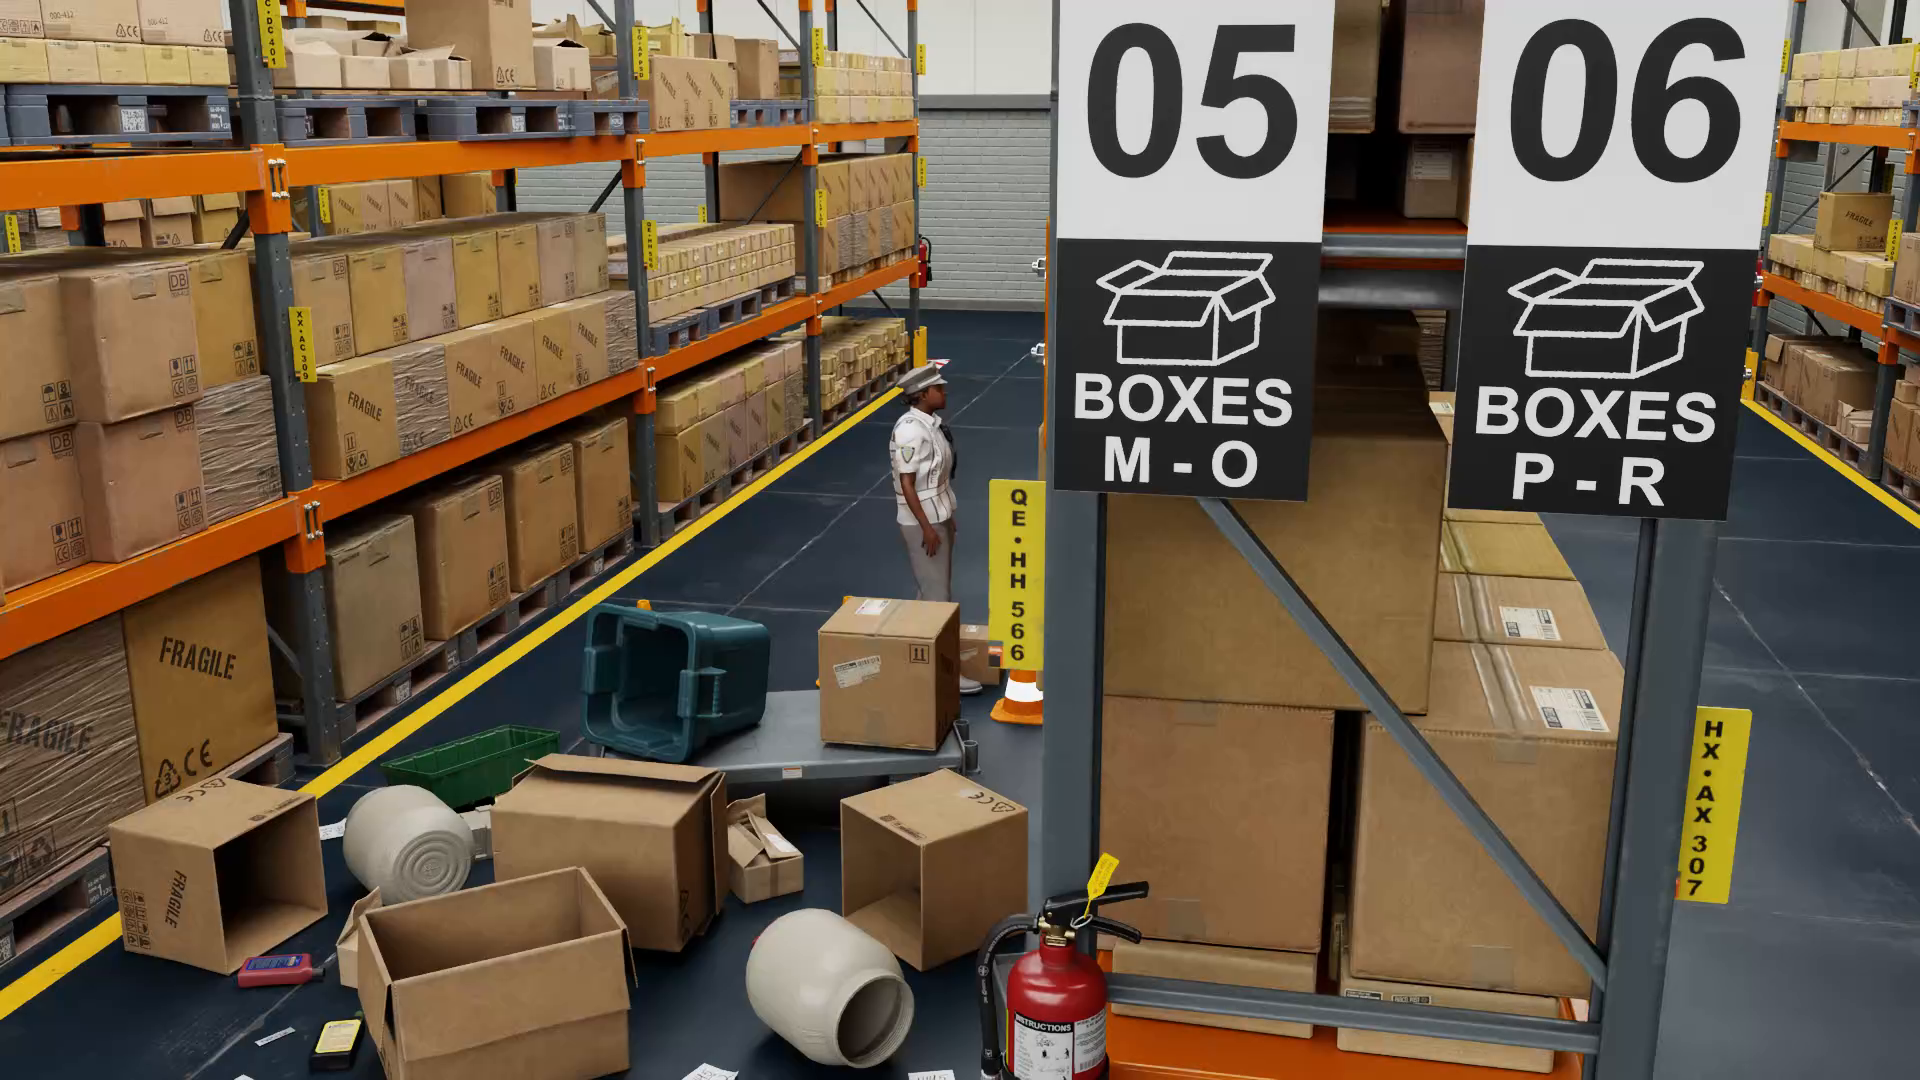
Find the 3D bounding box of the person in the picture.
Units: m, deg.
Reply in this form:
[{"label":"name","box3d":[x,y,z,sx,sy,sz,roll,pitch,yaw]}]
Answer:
[{"label":"person","box3d":[-0.098,-0.091,8.758,0.530,1.695,0.569,3,15,11]}]
